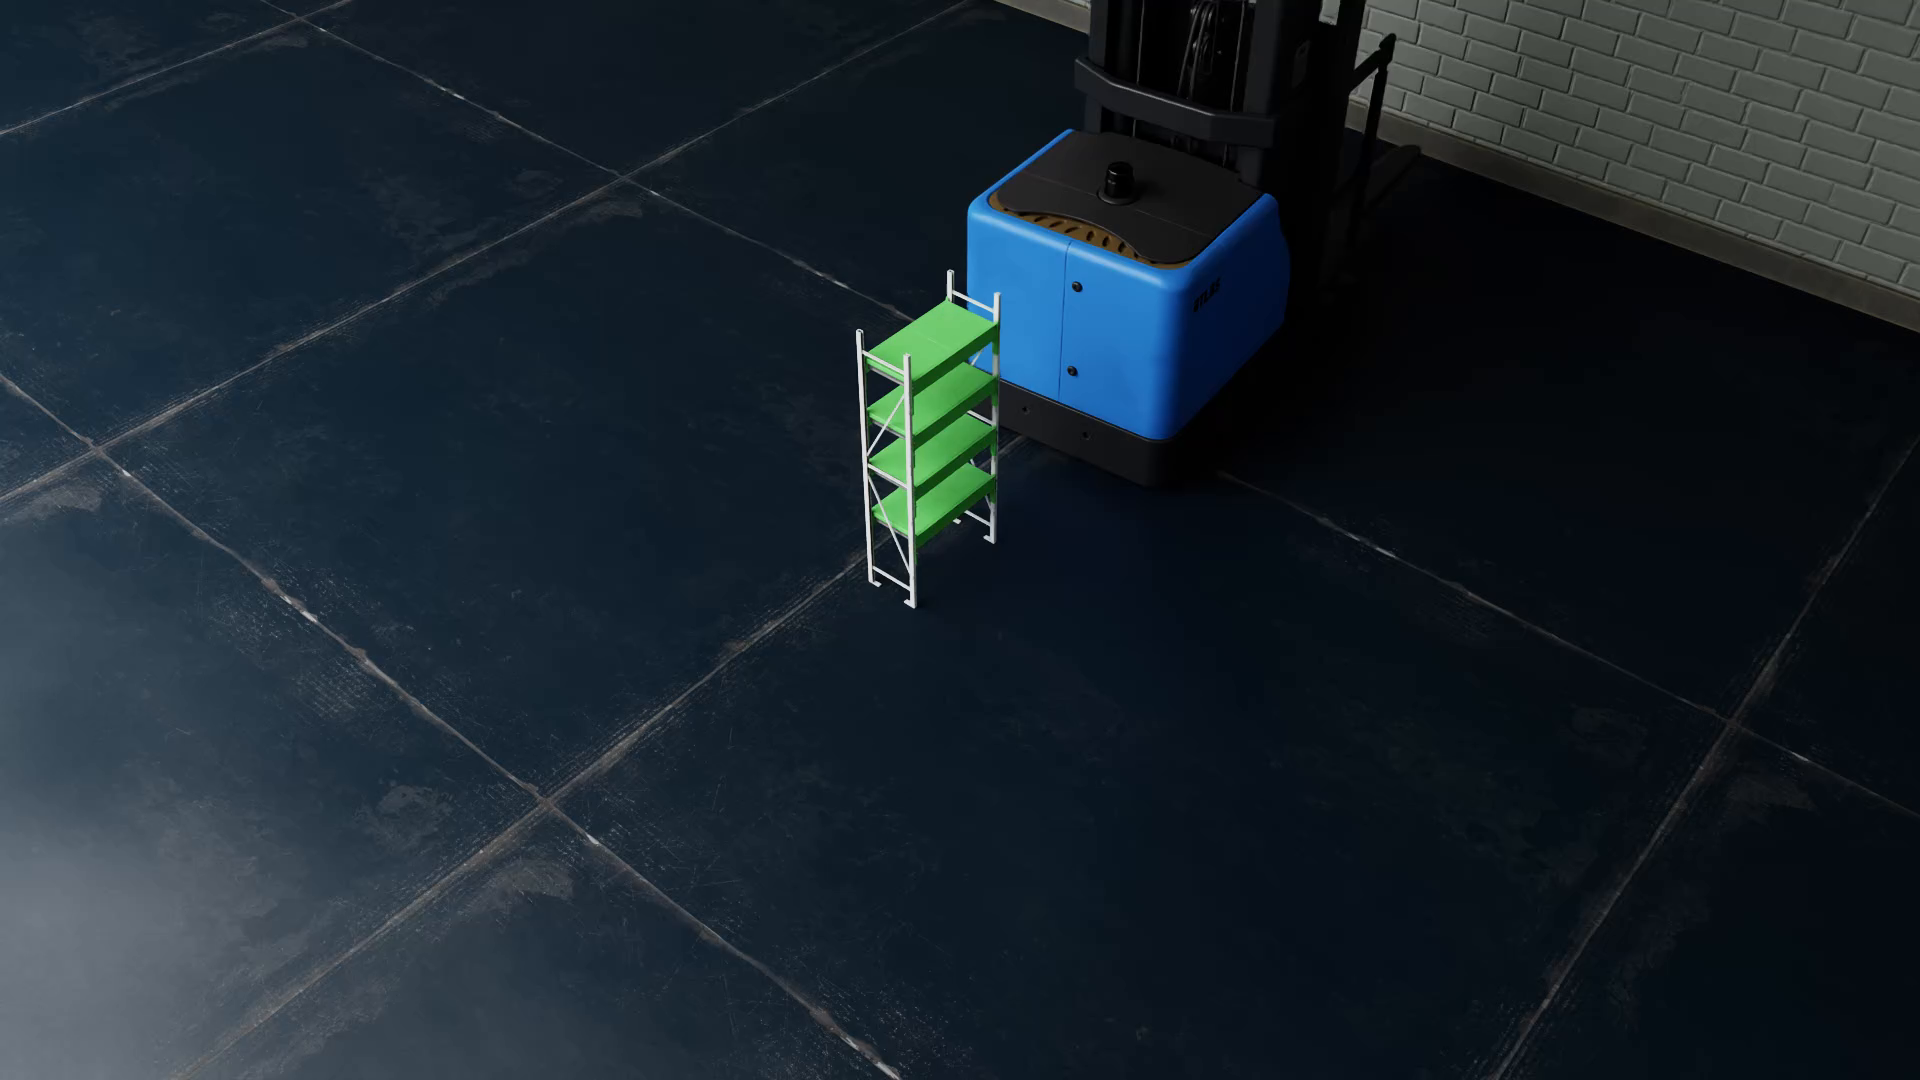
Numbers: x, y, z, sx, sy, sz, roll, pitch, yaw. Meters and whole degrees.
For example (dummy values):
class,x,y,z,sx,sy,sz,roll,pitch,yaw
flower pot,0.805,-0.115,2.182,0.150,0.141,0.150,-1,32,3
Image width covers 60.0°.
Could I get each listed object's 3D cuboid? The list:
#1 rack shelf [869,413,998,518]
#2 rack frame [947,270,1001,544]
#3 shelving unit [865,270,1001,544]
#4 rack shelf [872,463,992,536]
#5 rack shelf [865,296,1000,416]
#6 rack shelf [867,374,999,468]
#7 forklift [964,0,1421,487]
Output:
class,x,y,z,sx,sy,sz,roll,pitch,yaw
rack shelf,-0.107,-0.311,6.296,0.258,0.148,0.480,29,50,28
rack frame,0.050,-0.484,6.391,0.240,1.200,0.015,29,50,28
shelving unit,-0.103,-0.362,6.256,0.258,1.200,0.492,29,50,28
rack shelf,-0.107,-0.173,6.421,0.221,0.021,0.457,29,50,28
rack shelf,-0.107,-0.667,5.973,0.258,0.148,0.480,29,50,28
rack shelf,-0.107,-0.489,6.134,0.258,0.148,0.480,29,50,28
forklift,1.267,-2.258,7.054,1.130,2.935,3.031,25,48,25
